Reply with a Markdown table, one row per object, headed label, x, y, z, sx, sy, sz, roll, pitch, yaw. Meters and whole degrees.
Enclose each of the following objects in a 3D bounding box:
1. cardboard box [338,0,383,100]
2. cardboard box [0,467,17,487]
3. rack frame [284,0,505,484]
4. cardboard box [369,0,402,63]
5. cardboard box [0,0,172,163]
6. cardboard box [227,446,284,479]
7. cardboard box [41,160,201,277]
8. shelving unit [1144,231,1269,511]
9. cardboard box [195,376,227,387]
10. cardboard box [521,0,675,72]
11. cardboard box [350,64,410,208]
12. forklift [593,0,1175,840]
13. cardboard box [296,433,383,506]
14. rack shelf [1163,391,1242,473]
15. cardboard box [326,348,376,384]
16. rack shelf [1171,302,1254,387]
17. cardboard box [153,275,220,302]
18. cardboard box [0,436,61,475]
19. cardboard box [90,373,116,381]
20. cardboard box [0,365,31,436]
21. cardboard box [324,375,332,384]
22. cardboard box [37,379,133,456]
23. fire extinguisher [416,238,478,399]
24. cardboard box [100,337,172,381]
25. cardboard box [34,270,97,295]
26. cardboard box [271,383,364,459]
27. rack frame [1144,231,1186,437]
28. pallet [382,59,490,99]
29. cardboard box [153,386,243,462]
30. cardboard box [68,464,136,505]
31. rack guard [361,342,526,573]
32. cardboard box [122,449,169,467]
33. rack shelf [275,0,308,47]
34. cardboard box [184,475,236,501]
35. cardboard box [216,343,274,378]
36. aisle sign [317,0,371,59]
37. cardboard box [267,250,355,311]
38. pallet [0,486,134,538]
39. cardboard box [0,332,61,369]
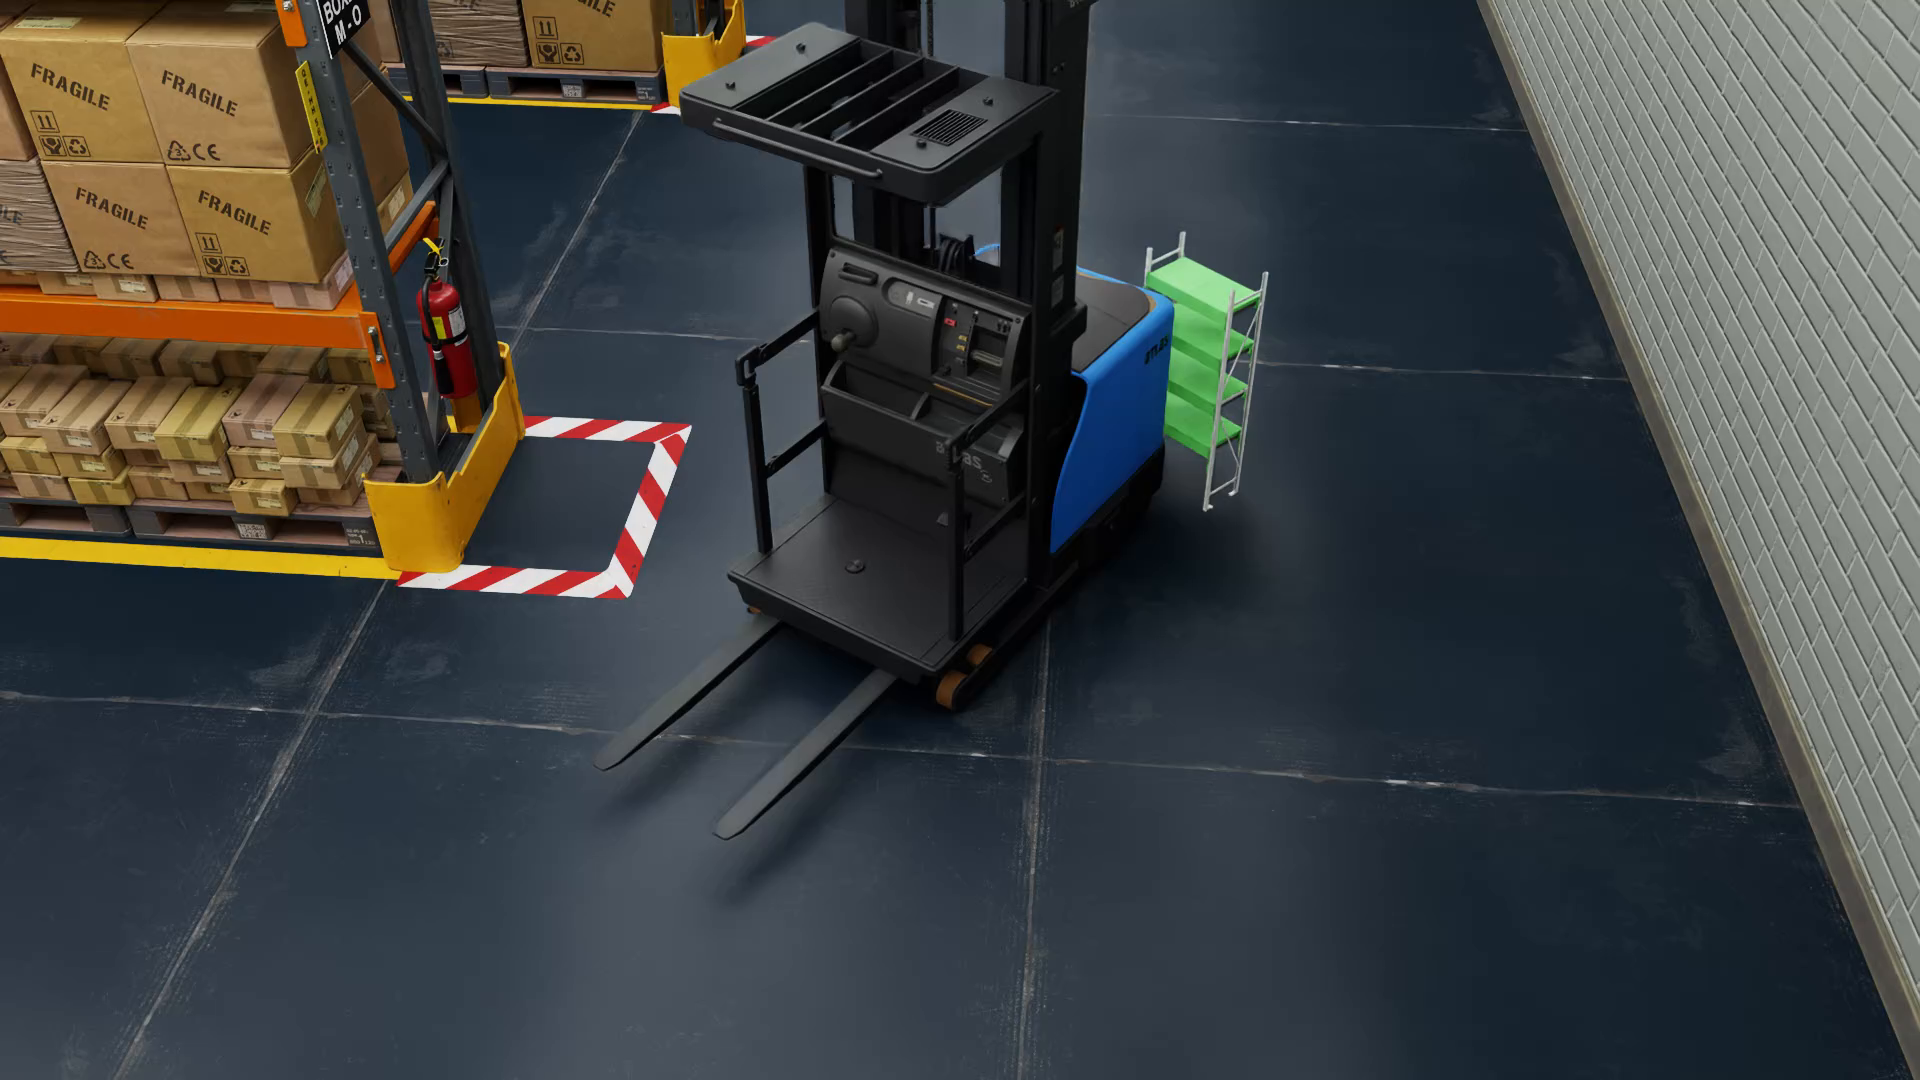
| label | x | y | z | sx | sy | sz | roll | pitch | yaw |
| --- | --- | --- | --- | --- | --- | --- | --- | --- | --- |
| cardboard box | -2.763 | -2.115 | 6.865 | 0.500 | 0.500 | 0.500 | 3 | 39 | 4 |
| cardboard box | -4.424 | -0.423 | 7.819 | 0.250 | 0.149 | 0.380 | 4 | 39 | 5 |
| rack frame | -2.339 | -1.381 | 7.071 | 0.127 | 3.000 | 1.000 | 3 | 39 | 4 |
| cardboard box | -4.248 | -3.917 | 11.536 | 0.875 | 0.875 | 0.875 | 3 | 39 | 4 |
| cardboard box | -3.321 | -1.819 | 6.502 | 0.500 | 0.500 | 0.500 | 2 | 39 | 2 |
| cardboard box | -3.145 | -0.451 | 7.618 | 0.250 | 0.149 | 0.380 | 2 | 39 | 3 |
| cardboard box | -3.321 | -1.429 | 6.815 | 0.500 | 0.500 | 0.500 | 3 | 39 | 3 |
| shelving unit | 1.092 | -0.771 | 7.745 | 0.258 | 1.200 | 0.503 | -29 | 47 | -32 |
| cardboard box | -3.604 | -0.834 | 8.089 | 0.250 | 0.149 | 0.380 | 4 | 39 | 5 |
| cardboard box | -2.455 | -3.818 | 11.416 | 0.875 | 0.875 | 0.875 | 3 | 39 | 4 |
| cardboard box | -2.762 | -1.734 | 7.189 | 0.500 | 0.500 | 0.500 | 5 | 39 | 6 |
| forklift | -0.277 | -0.779 | 6.386 | 1.130 | 2.935 | 3.031 | 23 | 45 | 26 |
| cardboard box | -2.881 | -0.336 | 7.712 | 0.250 | 0.149 | 0.380 | 4 | 39 | 5 |
| rack shelf | 1.089 | -0.534 | 7.935 | 0.258 | 0.148 | 0.480 | -29 | 47 | -32 |
| cardboard box | -2.831 | -0.911 | 7.948 | 0.250 | 0.149 | 0.380 | 1 | 39 | 2 |
| rack shelf | 1.093 | -0.909 | 7.635 | 0.258 | 0.148 | 0.480 | -29 | 47 | -32 |
| cardboard box | -3.184 | -1.165 | 7.004 | 0.250 | 0.149 | 0.380 | 3 | 39 | 3 |
| cardboard box | -4.178 | -0.476 | 7.649 | 0.250 | 0.149 | 0.380 | 5 | 39 | 6 |
| cardboard box | -4.151 | -0.778 | 8.019 | 0.250 | 0.149 | 0.380 | 5 | 39 | 6 |
| cardboard box | -4.444 | -0.637 | 7.611 | 0.250 | 0.149 | 0.380 | 3 | 39 | 4 |
| cardboard box | -3.107 | -0.794 | 8.040 | 0.250 | 0.149 | 0.380 | 3 | 39 | 4 |
| cardboard box | -3.927 | -0.556 | 7.512 | 0.250 | 0.149 | 0.380 | 5 | 39 | 6 |
| fire extinguisher | -2.128 | -0.903 | 6.839 | 0.183 | 0.674 | 0.296 | 3 | 39 | 4 |
| cardboard box | -3.886 | -0.927 | 7.968 | 0.250 | 0.149 | 0.380 | 5 | 39 | 6 |
| cardboard box | -3.700 | -1.197 | 7.044 | 0.250 | 0.149 | 0.380 | 2 | 39 | 2 |
| cardboard box | -2.888 | -0.539 | 7.490 | 0.250 | 0.149 | 0.380 | 4 | 39 | 4 |
| rack frame | 0.929 | -0.886 | 7.886 | 0.240 | 1.200 | 0.015 | -29 | 47 | -32 |
| pallet | -3.826 | -3.476 | 11.853 | 1.213 | 0.211 | 1.003 | 3 | 39 | 4 |
| cardboard box | -3.402 | -0.523 | 7.470 | 0.250 | 0.149 | 0.380 | 2 | 39 | 3 |
| cardboard box | -3.909 | -0.334 | 7.710 | 0.250 | 0.149 | 0.380 | 1 | 39 | 2 |
| rack guard | -2.414 | -0.416 | 7.865 | 0.348 | 0.500 | 1.175 | 3 | 39 | 4 |
| cardboard box | -3.666 | -0.510 | 7.690 | 0.250 | 0.149 | 0.380 | 3 | 39 | 3 |
| rack shelf | -4.331 | -2.374 | 6.485 | 4.000 | 0.370 | 1.077 | 3 | 39 | 4 |
| cardboard box | -3.402 | -0.355 | 7.735 | 0.250 | 0.149 | 0.380 | 3 | 39 | 4 |
| cardboard box | -3.356 | -0.945 | 7.989 | 0.250 | 0.149 | 0.380 | 3 | 39 | 4 |
| aisle sign | -2.292 | -2.197 | 6.013 | 0.004 | 0.787 | 0.394 | 3 | 39 | 4 |
| cardboard box | -2.688 | -1.124 | 6.953 | 0.250 | 0.149 | 0.380 | 3 | 39 | 4 |
| pallet | -4.433 | -0.438 | 8.121 | 1.213 | 0.211 | 1.003 | 3 | 39 | 4 |
| cardboard box | -4.403 | -0.924 | 7.964 | 0.250 | 0.149 | 0.380 | 3 | 39 | 4 |
